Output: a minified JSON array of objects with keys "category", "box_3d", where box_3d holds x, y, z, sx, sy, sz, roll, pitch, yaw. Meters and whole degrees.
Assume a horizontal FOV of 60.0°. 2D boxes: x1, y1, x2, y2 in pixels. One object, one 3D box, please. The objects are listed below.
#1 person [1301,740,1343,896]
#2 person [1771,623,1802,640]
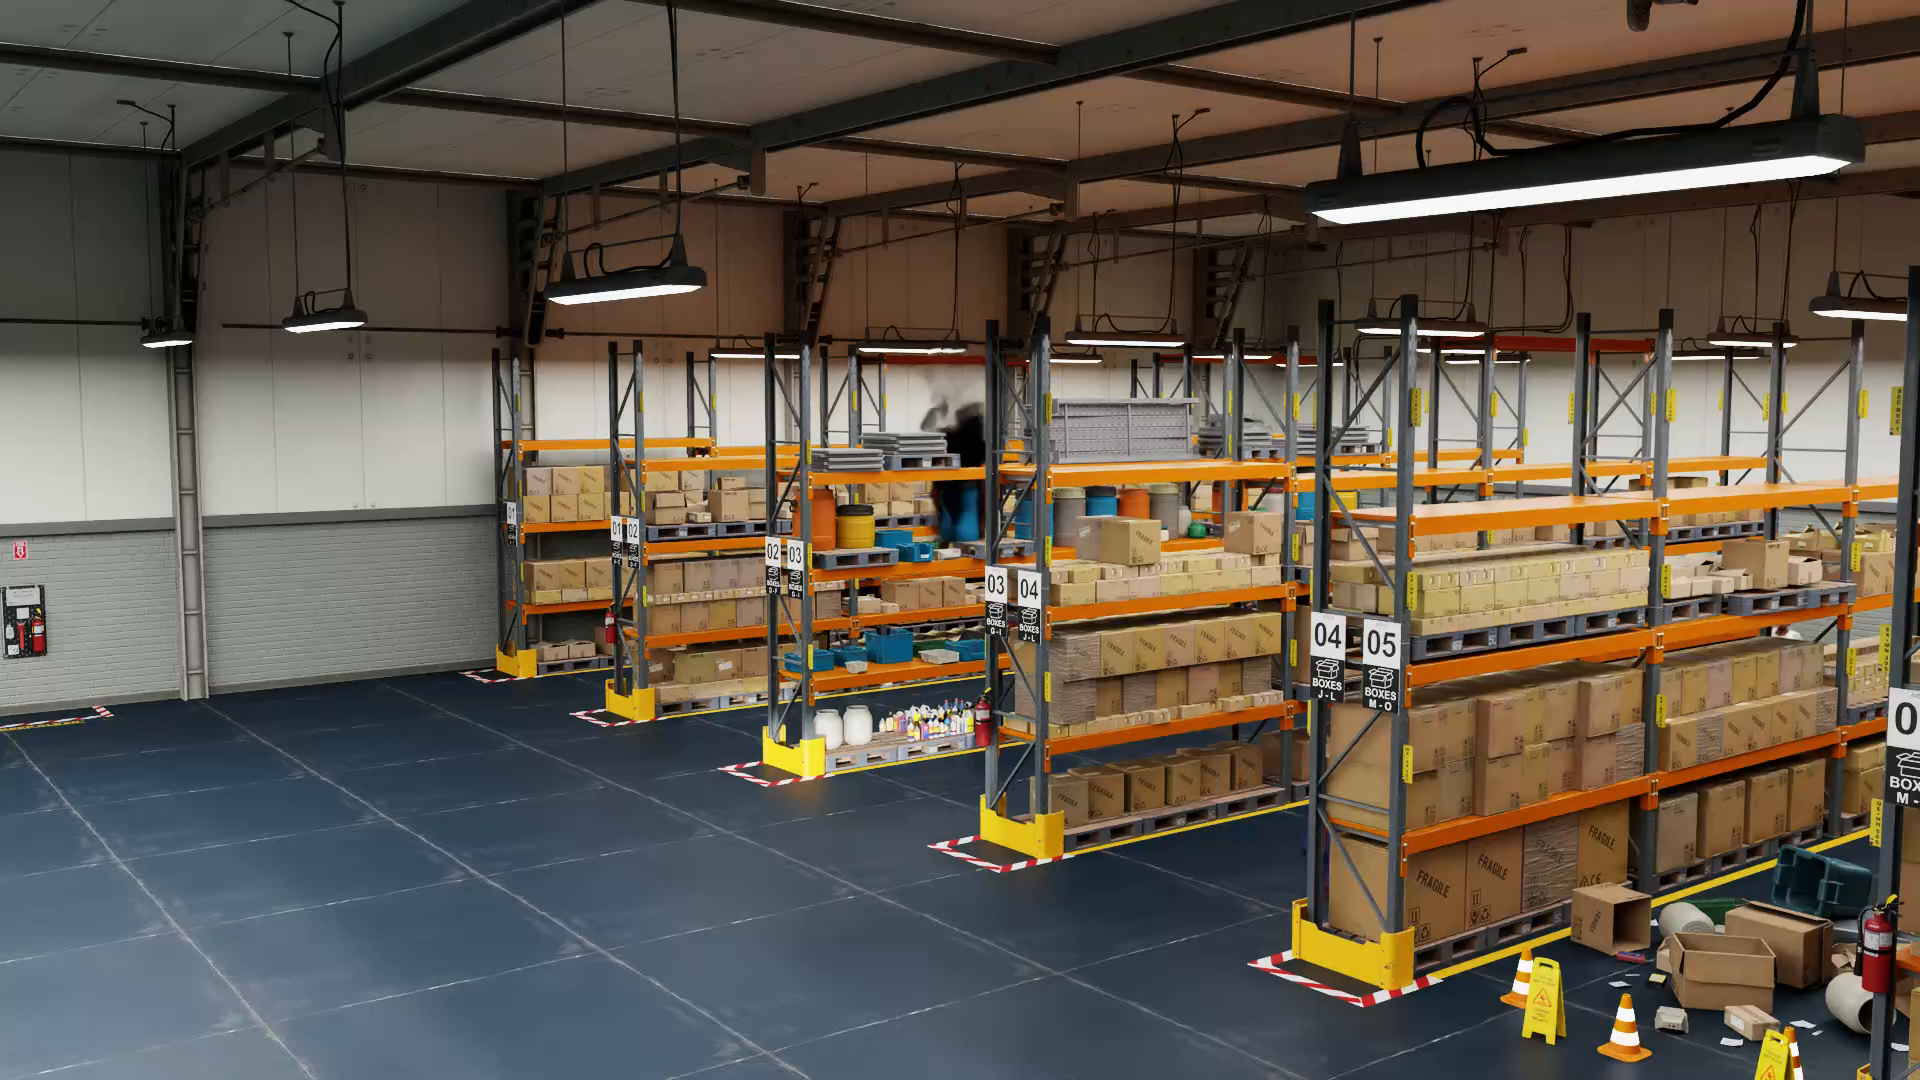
[{"category":"person","box_3d":[3.812,2.861,17.164,0.545,1.616,0.618,-4,7,-42]},{"category":"person","box_3d":[12.666,2.028,25.663,0.794,1.848,0.658,-5,7,-43]}]
